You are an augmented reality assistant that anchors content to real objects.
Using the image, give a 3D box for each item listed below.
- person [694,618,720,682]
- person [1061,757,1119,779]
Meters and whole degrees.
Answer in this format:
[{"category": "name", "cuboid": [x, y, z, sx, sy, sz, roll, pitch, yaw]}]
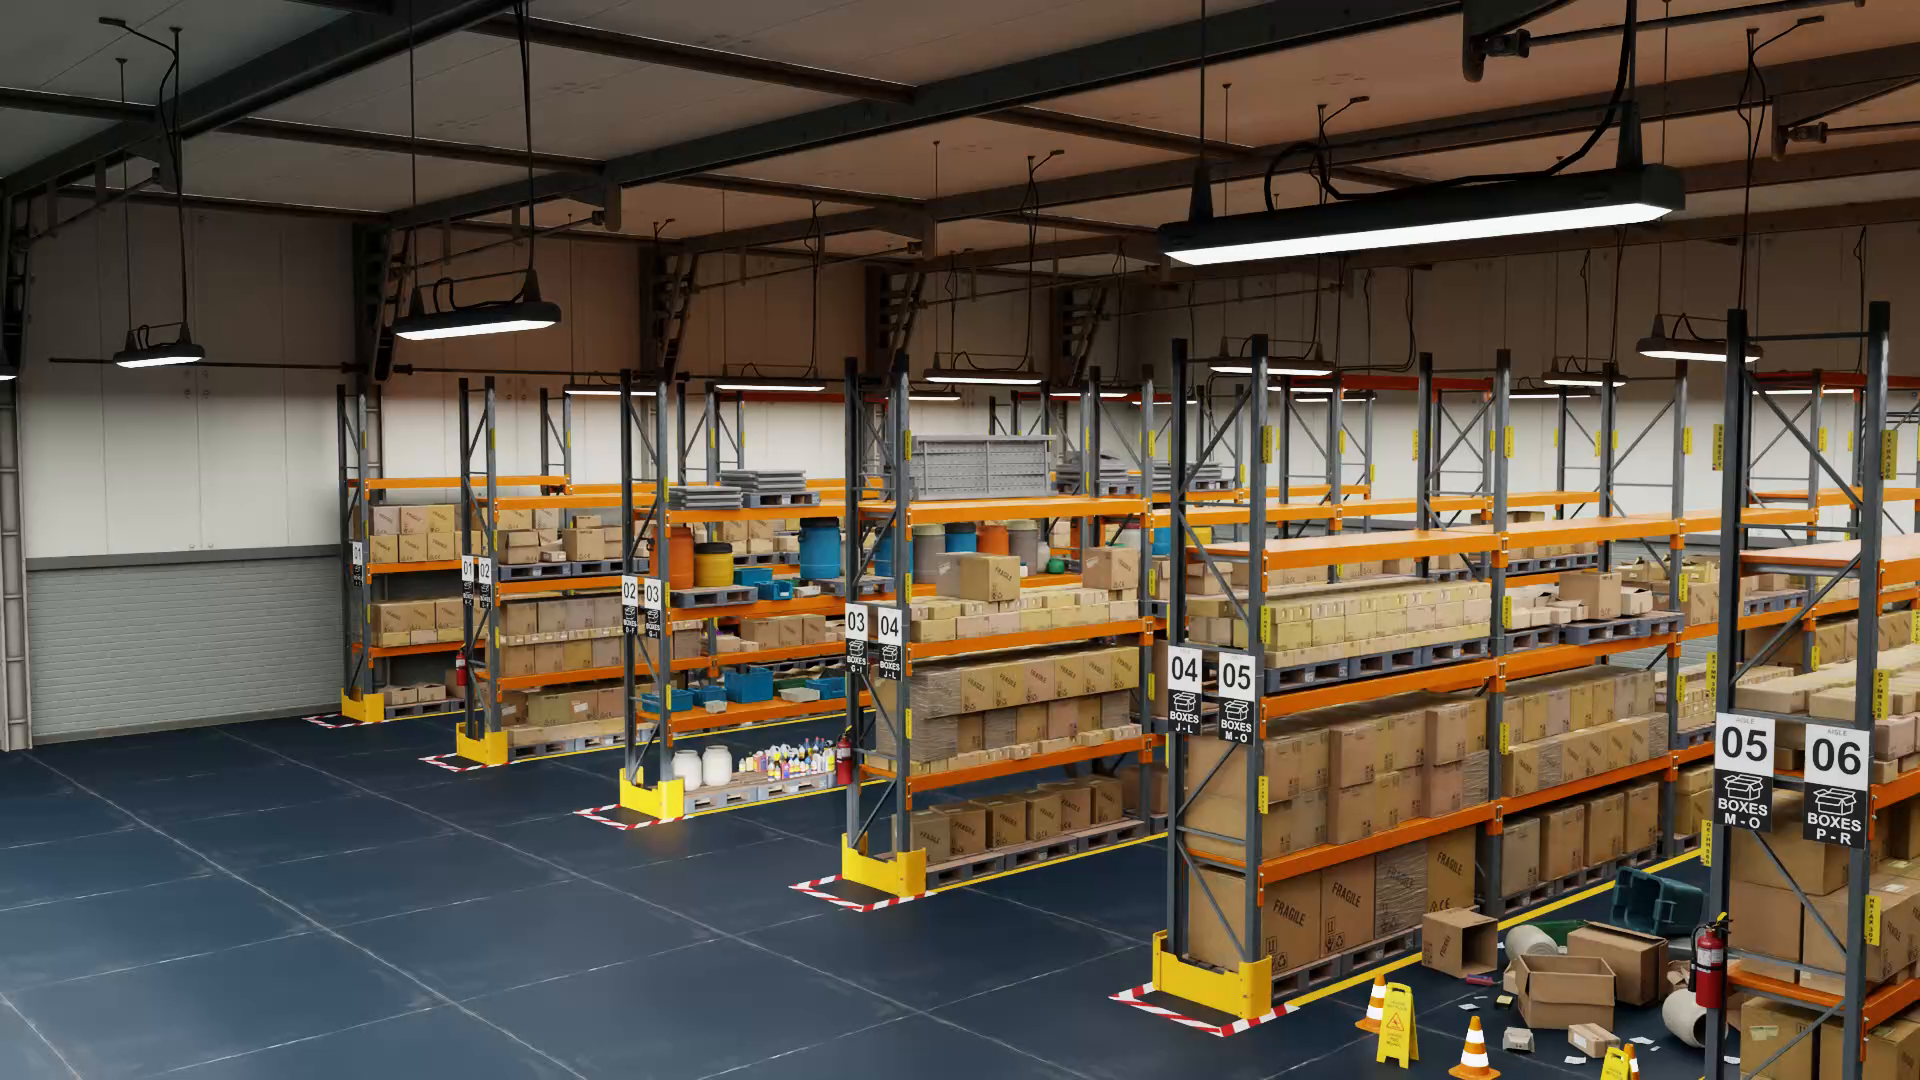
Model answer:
[{"category": "person", "cuboid": [-4.775, 2.242, 31.439, 0.640, 1.732, 0.595, 1, 4, 13]}, {"category": "person", "cuboid": [1.786, 2.897, 23.377, 1.136, 1.505, 0.640, -2, 4, -24]}]
